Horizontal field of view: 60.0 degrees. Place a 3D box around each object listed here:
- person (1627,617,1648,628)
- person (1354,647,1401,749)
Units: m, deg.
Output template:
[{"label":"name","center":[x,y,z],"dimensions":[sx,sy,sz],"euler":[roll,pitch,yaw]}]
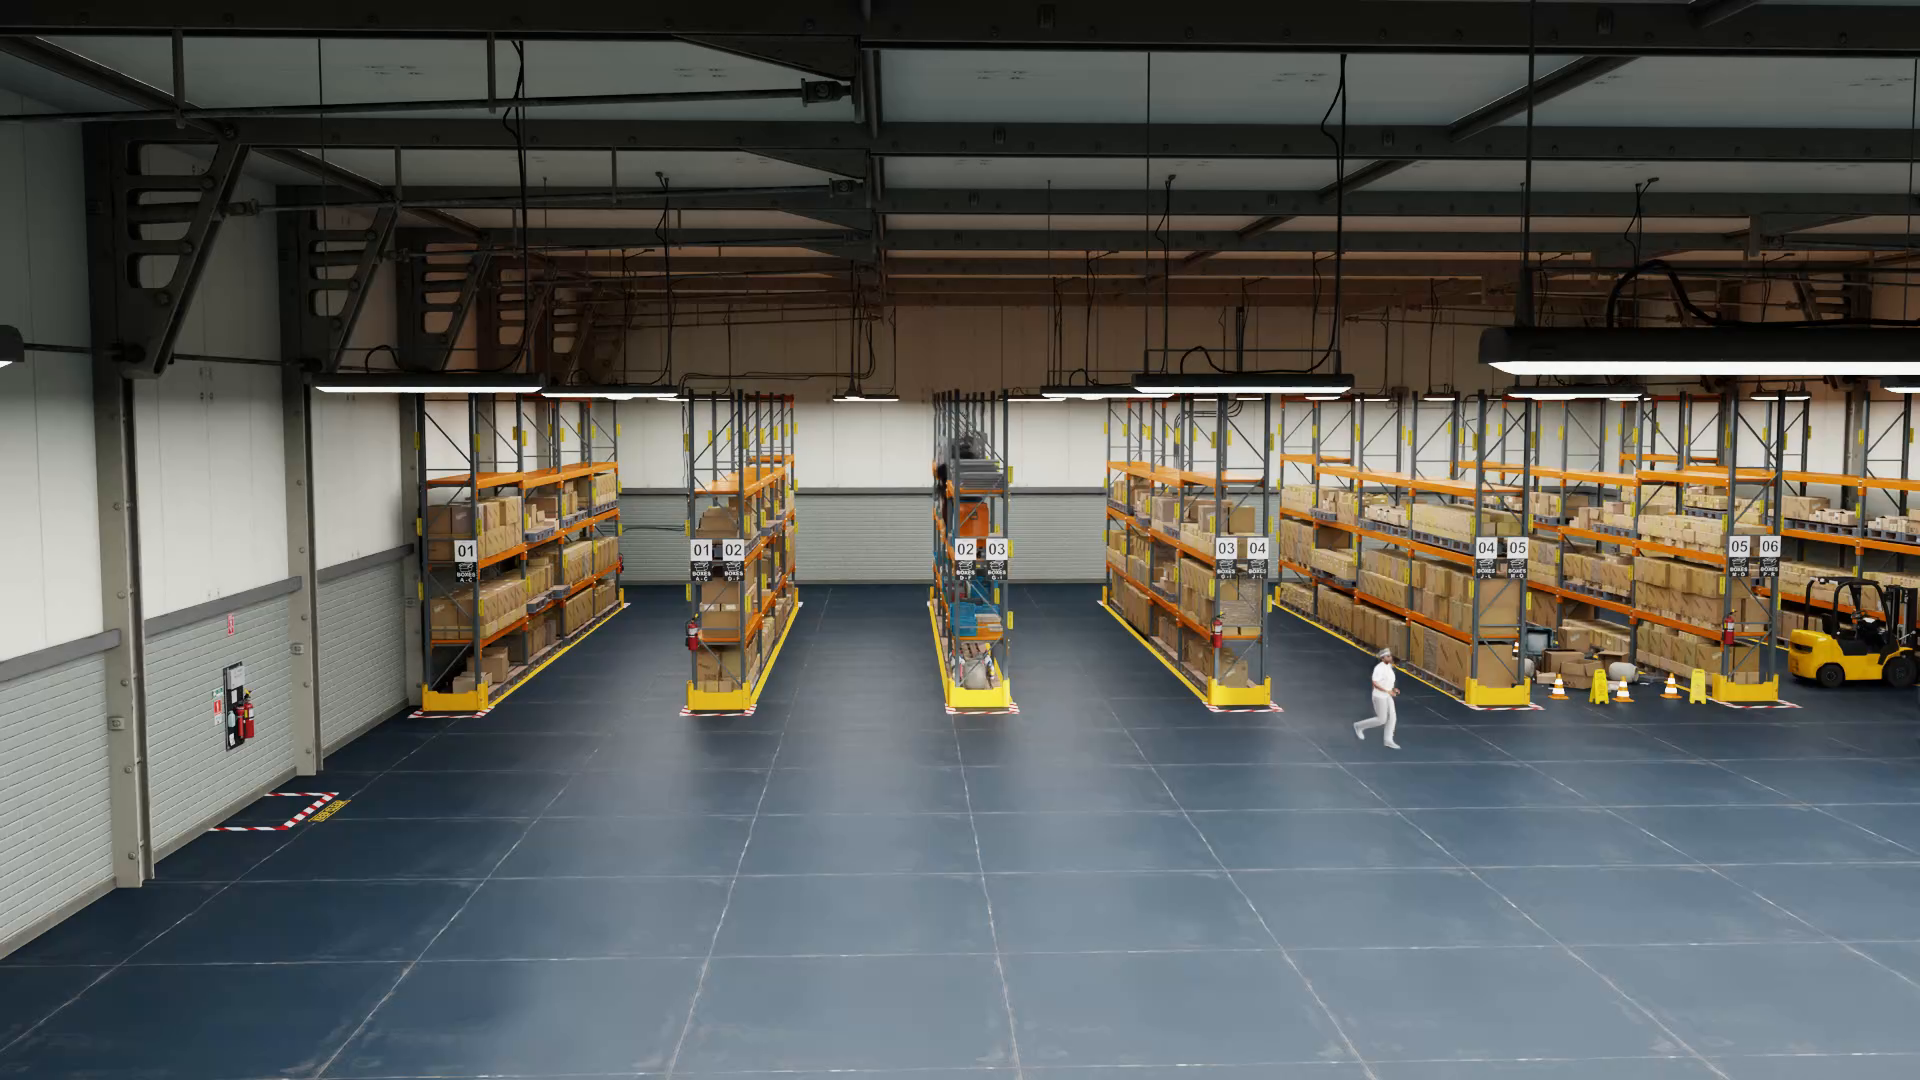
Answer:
[{"label":"person","center":[17.128,1.387,41.884],"dimensions":[0.659,1.770,1.005],"euler":[-1,5,-14]},{"label":"person","center":[7.031,2.629,27.870],"dimensions":[0.769,1.697,0.559],"euler":[4,6,37]}]
